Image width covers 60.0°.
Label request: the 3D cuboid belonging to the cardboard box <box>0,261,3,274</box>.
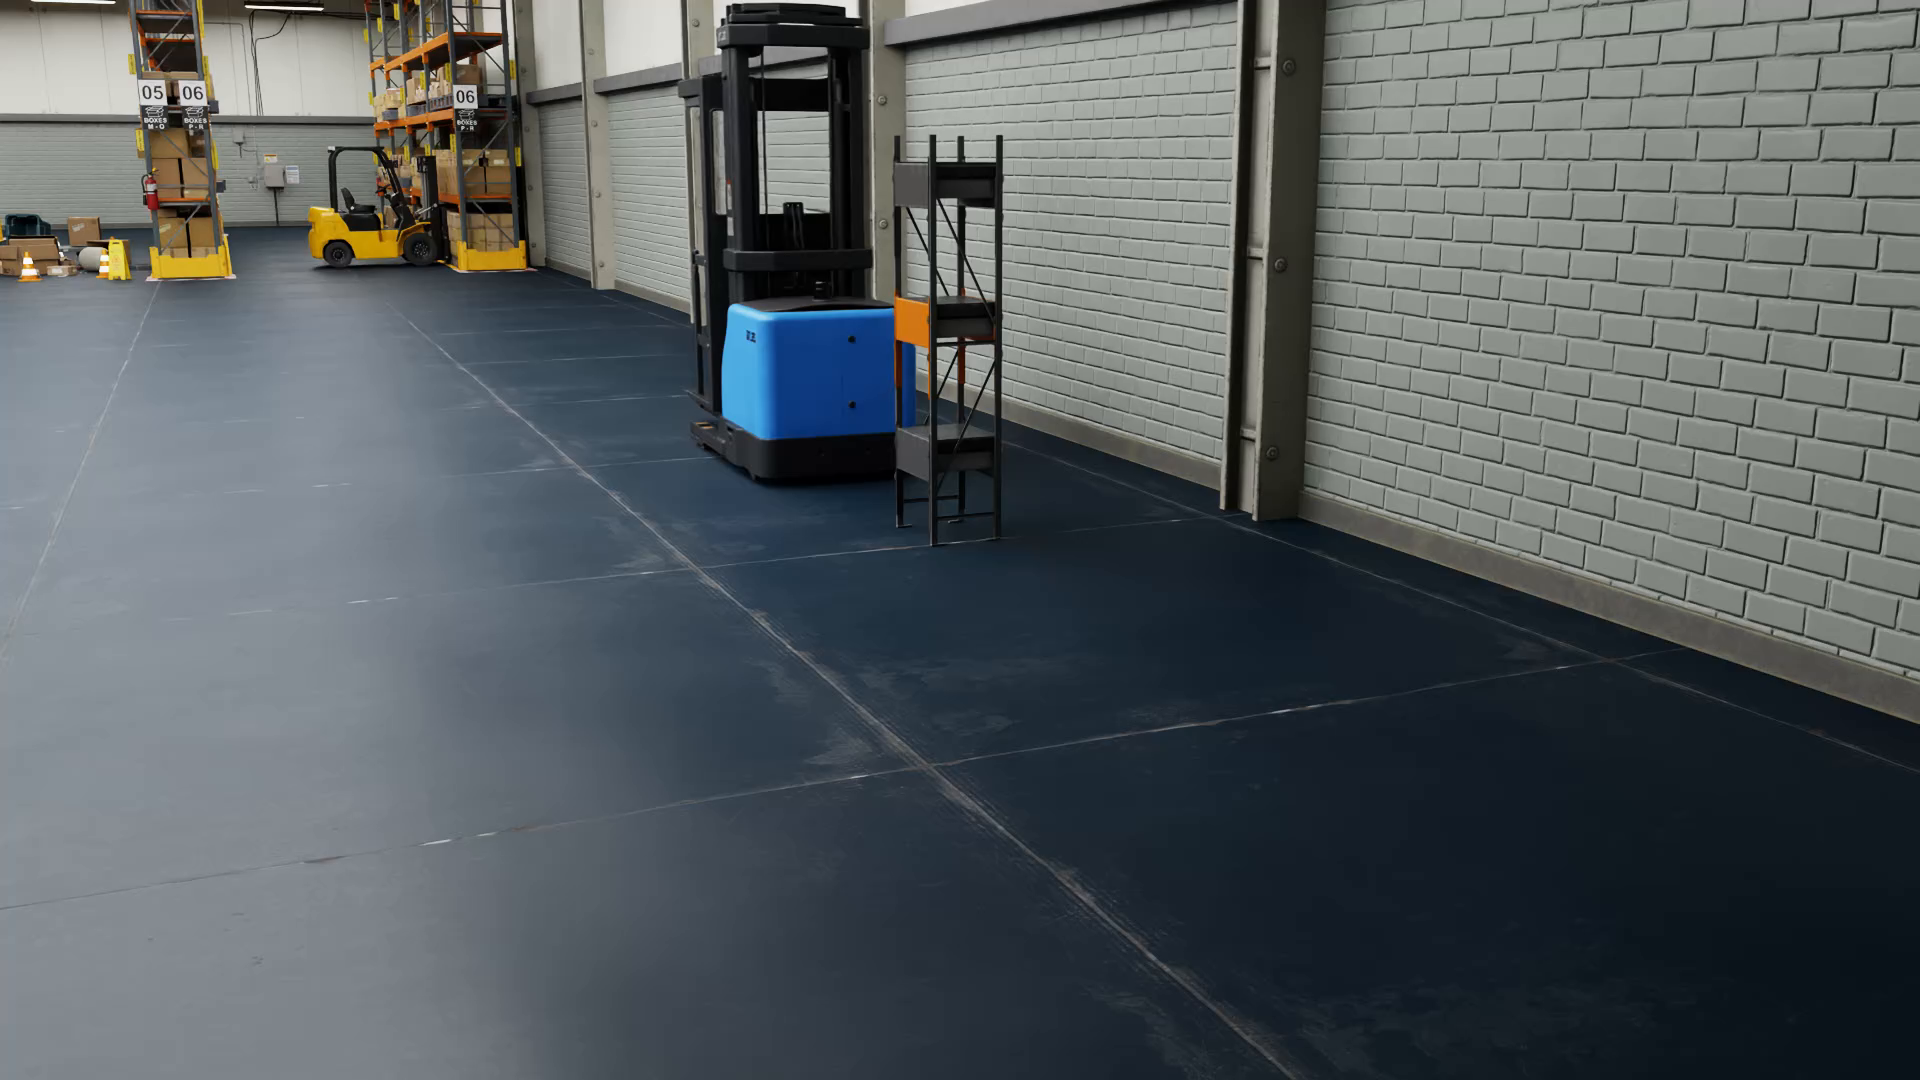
[{"bbox_3d":[-16.700,-4.743,28.775,0.396,0.266,0.258,-3,13,-13],"label":"cardboard box"}]

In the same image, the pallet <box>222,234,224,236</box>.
[{"bbox_3d":[-17.408,-6.874,38.101,1.003,0.211,1.213,-6,14,-23],"label":"pallet"}]

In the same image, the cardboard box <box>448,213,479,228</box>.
[{"bbox_3d":[-9.113,-5.879,30.567,0.500,0.250,0.500,-5,14,-22],"label":"cardboard box"}]

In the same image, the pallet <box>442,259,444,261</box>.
[{"bbox_3d":[-9.754,-5.655,32.833,1.003,0.211,1.213,-6,14,-23],"label":"pallet"}]

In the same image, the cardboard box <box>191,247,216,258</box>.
[{"bbox_3d":[-13.049,-4.962,28.824,0.500,0.250,0.500,-6,14,-23],"label":"cardboard box"}]

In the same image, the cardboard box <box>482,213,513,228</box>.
[{"bbox_3d":[-8.451,-5.823,30.327,0.500,0.250,0.500,-6,14,-24],"label":"cardboard box"}]

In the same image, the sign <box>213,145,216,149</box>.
[{"bbox_3d":[-15.690,-8.135,34.974,0.100,0.325,0.005,-6,14,-23],"label":"sign"}]

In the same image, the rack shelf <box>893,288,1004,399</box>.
[{"bbox_3d":[-0.066,-1.044,8.784,0.431,0.518,0.480,-6,14,-23],"label":"rack shelf"}]

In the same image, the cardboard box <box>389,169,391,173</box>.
[{"bbox_3d":[-13.881,-9.091,41.170,0.500,0.250,0.500,-6,14,-23],"label":"cardboard box"}]

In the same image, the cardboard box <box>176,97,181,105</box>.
[{"bbox_3d":[-13.001,-7.389,28.046,0.380,0.149,0.250,-6,14,-25],"label":"cardboard box"}]

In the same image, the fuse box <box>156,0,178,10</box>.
[{"bbox_3d":[-21.889,-14.827,45.881,0.513,0.334,0.176,-6,14,-23],"label":"fuse box"}]

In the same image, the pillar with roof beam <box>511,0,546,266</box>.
[{"bbox_3d":[-11.830,-9.114,28.291,9.100,9.000,0.400,-6,14,-23],"label":"pillar with roof beam"}]

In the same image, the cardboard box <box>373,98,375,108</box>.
[{"bbox_3d":[-14.894,-11.323,43.051,0.500,0.250,0.500,-6,14,-24],"label":"cardboard box"}]

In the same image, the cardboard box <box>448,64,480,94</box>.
[{"bbox_3d":[-8.833,-8.187,29.566,0.500,0.500,0.500,-5,14,-21],"label":"cardboard box"}]

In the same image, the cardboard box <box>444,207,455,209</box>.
[{"bbox_3d":[-11.560,-7.446,37.564,0.380,0.149,0.250,-5,14,-20],"label":"cardboard box"}]

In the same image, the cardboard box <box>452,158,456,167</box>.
[{"bbox_3d":[-8.958,-6.816,30.006,0.380,0.149,0.250,-5,14,-22],"label":"cardboard box"}]

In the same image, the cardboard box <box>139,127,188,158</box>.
[{"bbox_3d":[-13.384,-6.672,27.947,0.700,0.500,0.500,-6,14,-24],"label":"cardboard box"}]

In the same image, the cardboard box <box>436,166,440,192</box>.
[{"bbox_3d":[-9.872,-7.008,32.277,0.500,0.500,0.500,-5,14,-22],"label":"cardboard box"}]

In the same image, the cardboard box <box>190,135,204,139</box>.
[{"bbox_3d":[-17.674,-9.325,38.632,0.380,0.149,0.250,-6,14,-24],"label":"cardboard box"}]

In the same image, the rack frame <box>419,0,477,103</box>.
[{"bbox_3d":[-10.035,-10.104,32.568,1.000,3.000,0.127,-6,14,-23],"label":"rack frame"}]

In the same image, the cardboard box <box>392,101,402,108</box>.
[{"bbox_3d":[-12.845,-10.013,38.234,0.380,0.149,0.250,-5,14,-22],"label":"cardboard box"}]

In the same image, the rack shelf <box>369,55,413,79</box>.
[{"bbox_3d":[-14.040,-11.818,41.577,1.077,0.370,4.000,-6,14,-23],"label":"rack shelf"}]

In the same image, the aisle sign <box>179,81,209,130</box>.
[{"bbox_3d":[-12.670,-7.187,27.506,0.394,0.787,0.004,-6,14,-23],"label":"aisle sign"}]

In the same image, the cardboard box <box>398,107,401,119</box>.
[{"bbox_3d":[-12.468,-9.687,37.753,0.500,0.250,0.500,-6,14,-23],"label":"cardboard box"}]

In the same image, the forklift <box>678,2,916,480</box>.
[{"bbox_3d":[-1.269,-2.088,11.391,1.130,2.935,3.031,-5,14,-21],"label":"forklift"}]

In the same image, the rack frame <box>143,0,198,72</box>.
[{"bbox_3d":[-16.184,-10.481,34.199,1.000,3.000,0.127,-6,14,-23],"label":"rack frame"}]

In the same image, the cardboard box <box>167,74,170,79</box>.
[{"bbox_3d":[-13.626,-7.841,28.233,0.380,0.149,0.250,-6,14,-23],"label":"cardboard box"}]

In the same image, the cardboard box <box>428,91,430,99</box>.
[{"bbox_3d":[-10.133,-8.653,32.357,0.380,0.149,0.250,-5,14,-22],"label":"cardboard box"}]

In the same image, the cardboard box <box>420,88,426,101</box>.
[{"bbox_3d":[-10.548,-8.980,33.409,0.500,0.311,0.500,-6,14,-25],"label":"cardboard box"}]

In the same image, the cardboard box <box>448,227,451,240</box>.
[{"bbox_3d":[-9.331,-5.745,31.098,0.500,0.250,0.500,-6,14,-24],"label":"cardboard box"}]

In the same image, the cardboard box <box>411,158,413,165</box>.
[{"bbox_3d":[-11.779,-8.280,36.332,0.380,0.149,0.250,-5,14,-21],"label":"cardboard box"}]

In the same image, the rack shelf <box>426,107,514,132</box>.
[{"bbox_3d":[-9.233,-7.879,31.202,1.077,0.370,4.000,-6,14,-23],"label":"rack shelf"}]

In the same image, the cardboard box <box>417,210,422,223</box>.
[{"bbox_3d":[-11.400,-6.925,36.474,0.875,0.625,0.625,-5,14,-21],"label":"cardboard box"}]

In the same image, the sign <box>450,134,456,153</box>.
[{"bbox_3d":[-8.935,-6.988,29.318,0.100,0.325,0.005,-6,14,-23],"label":"sign"}]

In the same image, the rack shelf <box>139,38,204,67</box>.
[{"bbox_3d":[-15.382,-9.523,32.539,1.077,0.370,4.000,-6,14,-23],"label":"rack shelf"}]

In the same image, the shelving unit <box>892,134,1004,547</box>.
[{"bbox_3d":[-0.066,-1.057,8.781,0.431,2.100,0.503,-6,14,-23],"label":"shelving unit"}]

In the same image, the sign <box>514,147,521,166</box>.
[{"bbox_3d":[-7.921,-6.864,29.779,0.100,0.325,0.005,-6,14,-23],"label":"sign"}]

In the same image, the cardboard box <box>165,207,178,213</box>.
[{"bbox_3d":[-13.845,-5.716,28.979,0.380,0.149,0.250,-5,14,-22],"label":"cardboard box"}]

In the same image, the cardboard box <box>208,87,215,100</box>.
[{"bbox_3d":[-14.448,-8.482,31.614,0.500,0.250,0.500,-6,14,-25],"label":"cardboard box"}]

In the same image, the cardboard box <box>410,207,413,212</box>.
[{"bbox_3d":[-12.205,-7.443,37.550,0.380,0.149,0.250,-6,15,-26],"label":"cardboard box"}]

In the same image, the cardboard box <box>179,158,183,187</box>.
[{"bbox_3d":[-13.842,-6.394,28.963,0.500,0.500,0.500,-6,14,-23],"label":"cardboard box"}]

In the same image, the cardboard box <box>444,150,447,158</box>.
[{"bbox_3d":[-9.372,-7.174,30.894,0.380,0.149,0.250,-5,14,-22],"label":"cardboard box"}]

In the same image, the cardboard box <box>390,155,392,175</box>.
[{"bbox_3d":[-13.250,-8.967,39.808,0.700,0.500,0.500,-5,14,-22],"label":"cardboard box"}]

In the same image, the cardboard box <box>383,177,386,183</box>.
[{"bbox_3d":[-14.491,-9.175,42.415,0.380,0.149,0.250,-6,14,-25],"label":"cardboard box"}]

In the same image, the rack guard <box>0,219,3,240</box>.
[{"bbox_3d":[-23.853,-7.510,40.208,1.175,0.500,0.348,-6,14,-23],"label":"rack guard"}]

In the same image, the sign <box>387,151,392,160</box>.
[{"bbox_3d":[-13.733,-9.205,40.070,0.100,0.325,0.005,-6,14,-23],"label":"sign"}]

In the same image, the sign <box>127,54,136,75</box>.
[{"bbox_3d":[-13.495,-7.752,27.097,0.100,0.325,0.005,-6,14,-23],"label":"sign"}]
